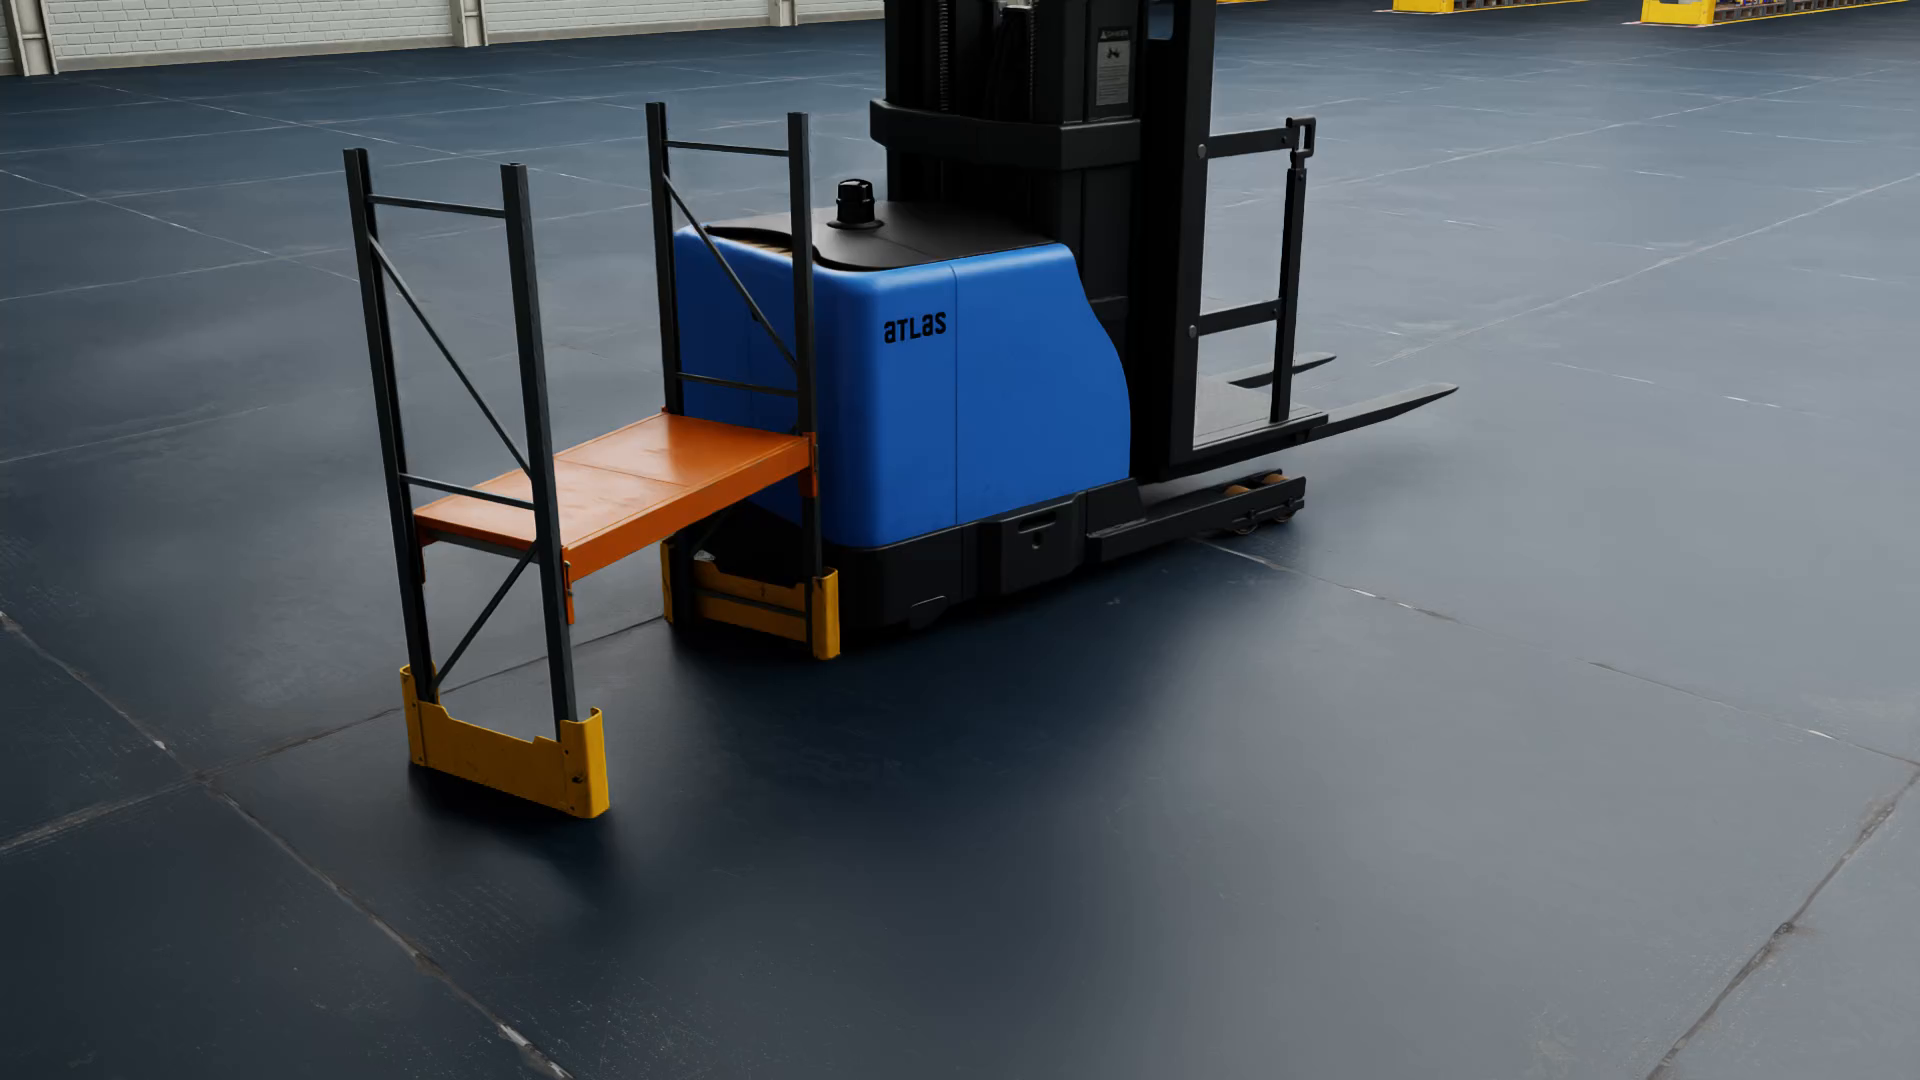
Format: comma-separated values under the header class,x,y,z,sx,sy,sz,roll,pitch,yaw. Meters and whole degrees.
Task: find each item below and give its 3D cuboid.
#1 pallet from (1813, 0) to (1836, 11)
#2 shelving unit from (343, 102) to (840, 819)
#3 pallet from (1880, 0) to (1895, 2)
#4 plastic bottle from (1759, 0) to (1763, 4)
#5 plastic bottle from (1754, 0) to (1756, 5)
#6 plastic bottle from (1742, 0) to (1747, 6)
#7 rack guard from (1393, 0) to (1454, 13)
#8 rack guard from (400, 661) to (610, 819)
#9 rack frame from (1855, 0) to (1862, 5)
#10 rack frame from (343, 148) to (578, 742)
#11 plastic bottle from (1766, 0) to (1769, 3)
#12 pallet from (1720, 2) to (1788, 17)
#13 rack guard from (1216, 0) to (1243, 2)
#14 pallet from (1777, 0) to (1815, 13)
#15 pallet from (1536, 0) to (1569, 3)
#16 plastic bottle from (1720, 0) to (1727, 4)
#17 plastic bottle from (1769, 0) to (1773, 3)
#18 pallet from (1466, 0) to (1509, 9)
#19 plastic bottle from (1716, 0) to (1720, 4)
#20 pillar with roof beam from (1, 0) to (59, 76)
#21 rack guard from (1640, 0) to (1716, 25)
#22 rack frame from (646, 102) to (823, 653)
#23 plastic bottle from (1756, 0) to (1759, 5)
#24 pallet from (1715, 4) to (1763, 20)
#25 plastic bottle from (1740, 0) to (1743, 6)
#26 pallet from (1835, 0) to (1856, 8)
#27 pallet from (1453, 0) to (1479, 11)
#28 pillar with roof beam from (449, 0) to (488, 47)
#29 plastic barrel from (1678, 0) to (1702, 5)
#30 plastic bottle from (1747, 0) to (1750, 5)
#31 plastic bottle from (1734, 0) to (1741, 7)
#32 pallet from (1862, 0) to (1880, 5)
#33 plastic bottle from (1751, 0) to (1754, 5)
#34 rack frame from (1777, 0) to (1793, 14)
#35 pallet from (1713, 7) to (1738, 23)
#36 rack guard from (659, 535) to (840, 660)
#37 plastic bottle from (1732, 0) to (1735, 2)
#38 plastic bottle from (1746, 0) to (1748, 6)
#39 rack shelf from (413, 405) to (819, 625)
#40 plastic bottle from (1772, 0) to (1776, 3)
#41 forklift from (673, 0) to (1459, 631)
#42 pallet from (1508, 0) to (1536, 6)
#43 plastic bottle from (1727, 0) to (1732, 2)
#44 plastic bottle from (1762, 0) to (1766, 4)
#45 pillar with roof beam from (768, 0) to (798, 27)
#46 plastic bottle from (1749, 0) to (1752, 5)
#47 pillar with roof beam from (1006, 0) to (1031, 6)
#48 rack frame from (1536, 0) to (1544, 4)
class,x,y,z,sx,sy,sz,roll,pitch,yaw
pallet,16.723,-10.709,33.142,1.003,0.211,1.213,19,28,41
shelving unit,-0.854,-0.266,4.176,0.587,1.500,1.083,11,24,27
pallet,19.514,-11.736,35.814,1.003,0.211,1.213,19,28,41
plastic bottle,14.750,-10.083,30.705,0.144,0.351,0.185,19,28,40
plastic bottle,14.571,-9.935,30.529,0.097,0.201,0.097,0,21,0
plastic bottle,14.221,-9.835,30.154,0.133,0.283,0.061,-20,28,-41
rack guard,8.998,-10.523,32.257,1.175,0.500,0.348,19,28,41
rack guard,-1.098,0.473,3.995,0.587,0.250,0.087,11,24,27
rack frame,18.142,-12.512,33.947,1.000,3.000,0.127,19,28,41
rack frame,-1.107,-0.104,3.755,0.500,1.500,0.032,11,24,27
plastic bottle,14.975,-10.166,30.921,0.144,0.351,0.185,18,27,38
pallet,14.854,-10.020,31.350,1.003,0.211,1.213,19,28,41
rack guard,5.516,-11.788,35.547,1.175,0.500,0.348,19,28,41
pallet,15.872,-10.394,32.323,1.003,0.211,1.213,19,28,41
pallet,12.292,-11.622,35.518,1.003,0.211,1.213,19,28,41
plastic bottle,14.187,-10.126,30.922,0.152,0.276,0.135,19,28,41
plastic bottle,15.109,-10.215,31.050,0.144,0.351,0.185,18,28,39
pallet,10.370,-10.914,33.676,1.003,0.211,1.213,19,28,41
plastic bottle,14.051,-10.055,30.841,0.097,0.201,0.097,0,21,0
pillar with roof beam,-8.326,-8.885,16.149,9.100,9.000,0.400,19,28,41
rack guard,12.581,-9.320,29.127,1.175,0.500,0.348,19,28,41
rack frame,-0.610,-0.422,4.583,0.500,1.500,0.032,11,24,27
plastic bottle,14.634,-10.007,30.613,0.135,0.276,0.152,-20,28,-41
pallet,14.002,-9.705,30.530,1.003,0.211,1.213,19,28,41
plastic bottle,14.122,-9.770,30.099,0.097,0.201,0.097,0,21,0
pallet,17.574,-11.021,33.954,1.003,0.211,1.213,19,28,41
pallet,9.519,-10.602,32.864,1.003,0.211,1.213,19,28,41
pillar with roof beam,-4.141,-10.428,20.161,9.100,9.000,0.400,19,28,41
plastic barrel,12.966,-9.679,29.458,0.421,0.512,0.421,0,21,0
plastic bottle,14.359,-9.889,30.313,0.097,0.271,0.097,0,21,0
plastic bottle,14.050,-9.776,30.017,0.097,0.271,0.097,0,21,0
pallet,18.663,-11.424,35.002,1.003,0.211,1.213,19,28,41
plastic bottle,14.500,-9.942,30.448,0.097,0.271,0.097,0,21,0
rack frame,15.352,-11.484,31.272,1.000,3.000,0.127,19,28,41
pallet,13.151,-9.393,29.718,1.003,0.211,1.213,19,28,41
rack guard,-0.611,0.162,4.806,0.587,0.250,0.087,11,24,27
plastic bottle,14.595,-10.313,31.305,0.144,0.351,0.185,19,28,41
plastic bottle,14.289,-9.864,30.246,0.097,0.271,0.097,0,21,0
rack shelf,-0.859,-0.095,4.233,0.538,0.185,1.000,11,24,27
plastic bottle,15.253,-10.215,31.144,0.133,0.283,0.061,-18,28,-39
forklift,0.567,-1.518,5.437,3.031,2.935,1.130,-16,26,-36
pallet,11.221,-11.229,34.495,1.003,0.211,1.213,19,28,41
plastic bottle,14.477,-10.245,31.237,0.097,0.271,0.097,0,21,0
plastic bottle,14.892,-10.082,30.797,0.133,0.283,0.061,-18,27,-39
pillar with roof beam,0.045,-11.970,24.174,9.100,9.000,0.400,19,28,41
plastic bottle,14.428,-9.882,30.392,0.097,0.201,0.097,0,21,0
pillar with roof beam,4.231,-13.512,28.187,9.100,9.000,0.400,19,28,41
rack frame,11.806,-12.725,34.500,1.000,3.000,0.127,19,28,41
